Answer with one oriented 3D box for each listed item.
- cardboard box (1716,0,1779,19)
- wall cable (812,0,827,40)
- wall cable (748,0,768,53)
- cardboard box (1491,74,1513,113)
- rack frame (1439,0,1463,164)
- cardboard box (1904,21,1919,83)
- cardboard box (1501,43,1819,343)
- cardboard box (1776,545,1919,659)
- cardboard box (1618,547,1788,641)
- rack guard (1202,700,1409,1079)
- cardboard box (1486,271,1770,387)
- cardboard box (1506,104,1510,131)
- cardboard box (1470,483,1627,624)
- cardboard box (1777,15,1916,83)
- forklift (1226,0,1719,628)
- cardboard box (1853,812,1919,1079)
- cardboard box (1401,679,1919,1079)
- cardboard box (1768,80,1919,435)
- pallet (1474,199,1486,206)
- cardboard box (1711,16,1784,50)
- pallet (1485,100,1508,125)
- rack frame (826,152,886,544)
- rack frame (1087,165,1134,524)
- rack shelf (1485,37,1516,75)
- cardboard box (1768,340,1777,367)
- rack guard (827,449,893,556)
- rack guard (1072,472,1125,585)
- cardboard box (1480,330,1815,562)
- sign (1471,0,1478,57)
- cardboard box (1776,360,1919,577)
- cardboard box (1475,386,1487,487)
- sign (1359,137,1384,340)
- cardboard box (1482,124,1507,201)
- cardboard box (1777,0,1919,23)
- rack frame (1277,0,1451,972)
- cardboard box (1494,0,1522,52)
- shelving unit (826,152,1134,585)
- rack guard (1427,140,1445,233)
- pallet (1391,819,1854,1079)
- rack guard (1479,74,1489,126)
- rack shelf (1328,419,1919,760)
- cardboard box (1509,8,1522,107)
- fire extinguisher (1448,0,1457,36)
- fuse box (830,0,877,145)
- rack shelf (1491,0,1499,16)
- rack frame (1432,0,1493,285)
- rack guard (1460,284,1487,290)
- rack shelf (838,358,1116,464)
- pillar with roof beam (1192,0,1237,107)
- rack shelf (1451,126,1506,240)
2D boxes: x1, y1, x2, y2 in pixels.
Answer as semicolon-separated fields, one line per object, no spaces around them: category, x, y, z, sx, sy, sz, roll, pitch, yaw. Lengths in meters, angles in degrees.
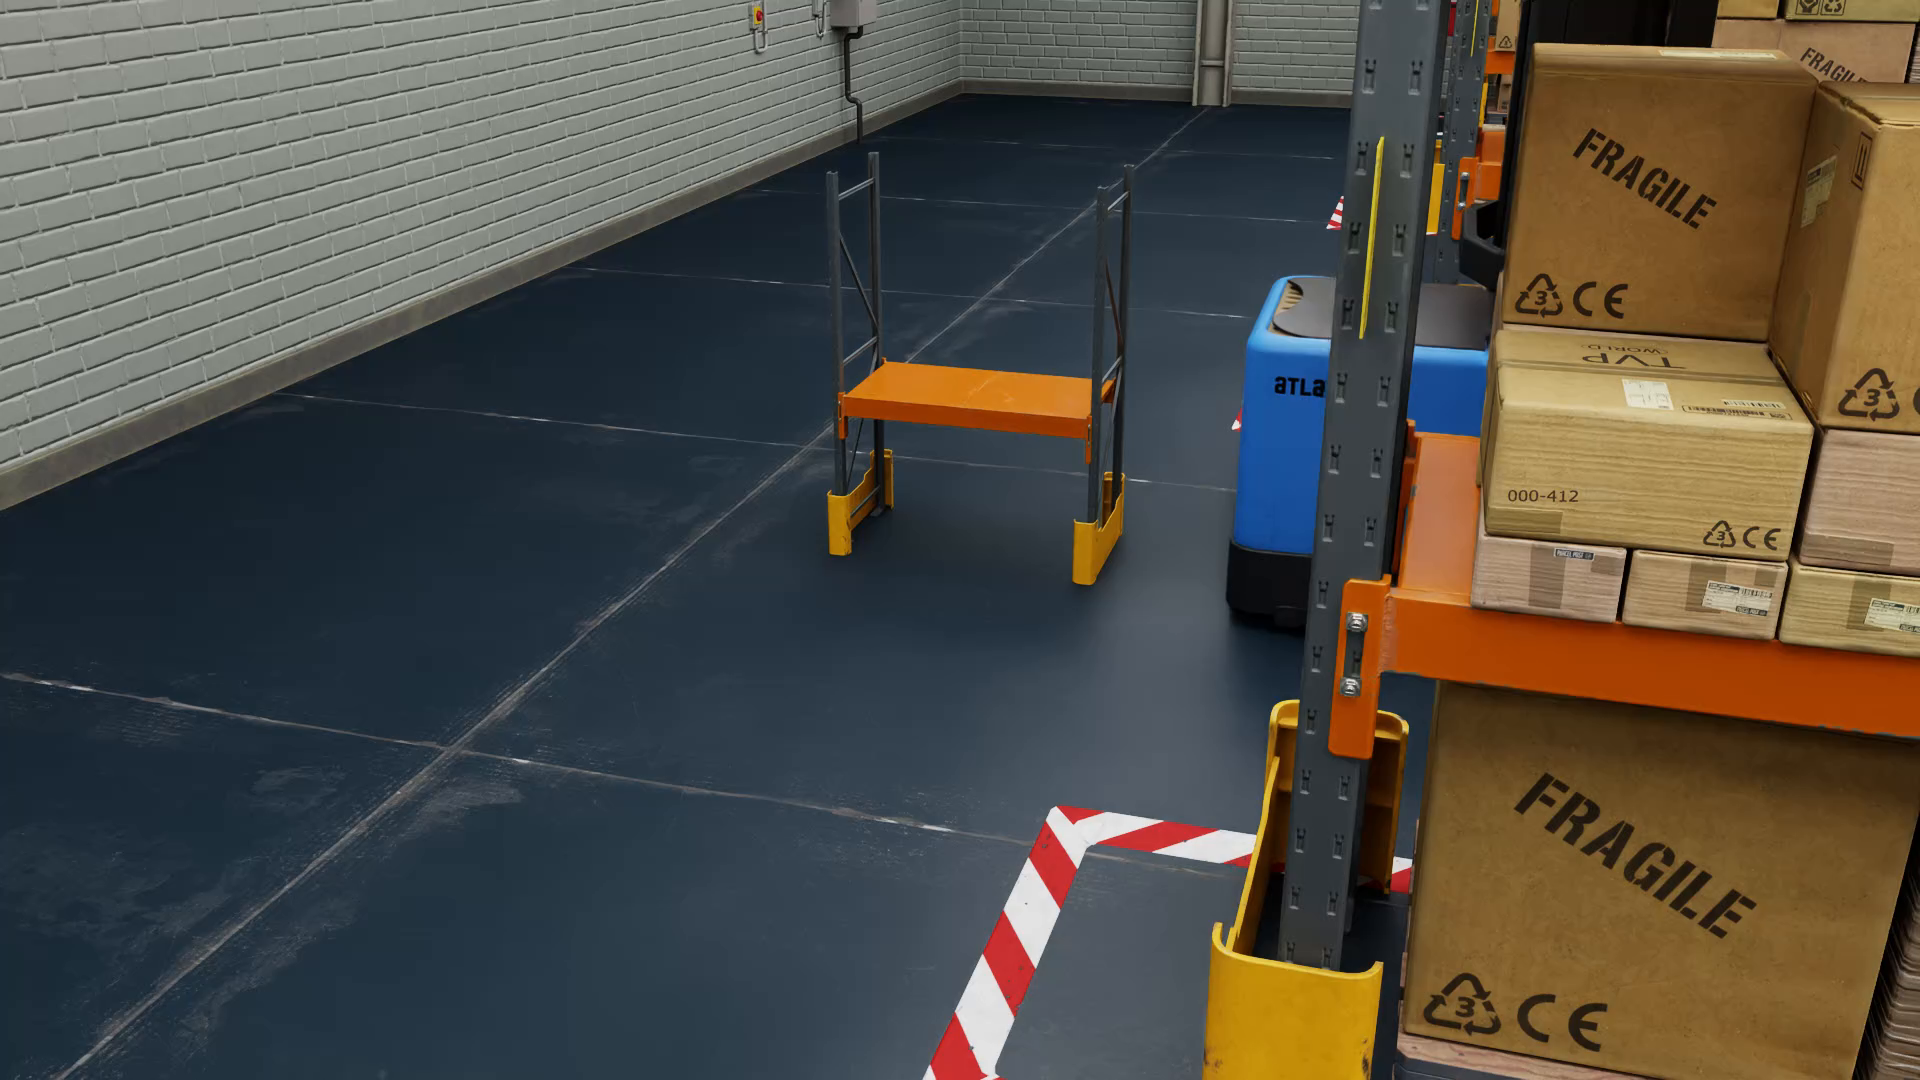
cardboard box;3.230;-2.512;7.100;0.500;0.500;0.500;7;23;17
wall cable;-1.281;-5.470;14.814;0.122;1.984;0.588;7;23;16
wall cable;-1.680;-4.968;13.548;0.123;1.953;0.585;7;23;16
cardboard box;5.714;-4.615;16.805;0.637;0.503;0.797;6;23;13
rack frame;3.725;-3.874;12.261;0.127;3.000;1.000;7;23;16
cardboard box;4.217;-1.937;7.016;0.500;0.500;0.500;6;23;14
cardboard box;1.405;-0.730;3.415;0.500;0.500;0.500;7;23;16
cardboard box;1.598;0.058;3.008;0.250;0.149;0.380;6;23;14
cardboard box;1.353;0.030;3.076;0.250;0.149;0.380;6;23;15
rack guard;0.840;0.881;3.964;0.348;0.500;1.175;7;23;16
cardboard box;1.403;-0.384;3.560;0.500;0.250;0.500;6;23;15
cardboard box;2.786;-2.015;8.060;0.250;0.149;0.380;7;23;16
cardboard box;1.107;0.002;3.143;0.250;0.149;0.380;7;23;16
cardboard box;3.727;-1.991;7.147;0.500;0.500;0.500;7;23;16
forklift;2.542;-1.076;5.530;3.031;2.935;1.130;6;23;14
cardboard box;2.370;0.657;3.463;0.875;0.875;0.875;7;23;16
cardboard box;1.498;0.557;3.706;0.875;0.875;0.875;7;23;16
cardboard box;1.723;-0.483;2.812;0.500;0.500;0.500;6;23;14
pallet;4.513;-2.524;12.646;1.213;0.211;1.003;7;23;16
cardboard box;3.262;-2.049;7.289;0.500;0.500;0.500;7;23;16
pallet;5.992;-4.292;16.955;1.213;0.211;1.003;7;23;16
rack frame;-0.405;-0.740;6.598;0.032;1.500;0.500;7;23;16
rack frame;0.568;-0.629;6.327;0.032;1.500;0.500;7;23;16
rack shelf;5.640;-3.321;11.863;4.000;0.370;1.077;7;23;16
cardboard box;1.889;-0.329;3.424;0.500;0.250;0.500;6;23;15
rack guard;-0.404;-0.162;6.835;0.087;0.250;0.587;7;23;16
rack guard;0.550;-0.053;6.569;0.087;0.250;0.587;7;23;16
cardboard box;1.244;-0.190;3.088;0.500;0.250;0.500;6;23;14
sign;2.235;-2.267;7.204;0.005;0.325;0.100;7;23;16
cardboard box;1.744;-0.136;2.954;0.500;0.250;0.500;6;23;15
cardboard box;1.299;-0.237;3.727;0.250;0.149;0.380;7;23;17
sign;0.697;-0.509;2.814;0.005;0.325;0.100;7;23;16
cardboard box;4.386;-2.846;12.579;0.875;0.438;0.875;6;23;14
cardboard box;3.722;-2.447;6.941;0.500;0.500;0.500;6;23;14
rack frame;0.863;-0.273;3.483;0.127;3.000;1.000;7;23;16
cardboard box;4.102;-3.763;11.859;0.500;0.500;0.500;6;23;15
shelving unit;0.073;-0.686;6.465;1.083;1.500;0.587;7;23;16
rack guard;3.702;-2.720;12.742;0.348;0.500;1.175;7;23;16
pallet;1.651;1.076;3.868;1.213;0.211;1.003;7;23;16
rack guard;5.228;-4.513;17.112;0.348;0.500;1.175;7;23;16
rack shelf;2.777;0.279;3.085;4.000;0.370;1.077;7;23;16
cardboard box;2.897;-2.292;7.882;0.500;0.500;0.500;7;23;17
fire extinguisher;4.881;-5.317;16.374;0.183;0.674;0.296;7;23;16
fuse box;-0.933;-4.634;15.813;0.414;1.711;0.539;7;23;16
rack shelf;7.070;-5.125;16.260;4.000;0.370;1.077;7;23;16
rack frame;2.392;-2.064;7.849;0.127;3.000;1.000;7;23;16
rack guard;2.465;-0.899;8.303;0.348;0.500;1.175;7;23;16
rack shelf;0.082;-0.518;6.531;1.000;0.185;0.538;7;23;16
pillar with roof beam;1.591;-7.512;13.226;0.400;9.000;9.100;7;23;16
rack shelf;4.307;-1.512;7.451;4.000;0.370;1.077;7;23;16
